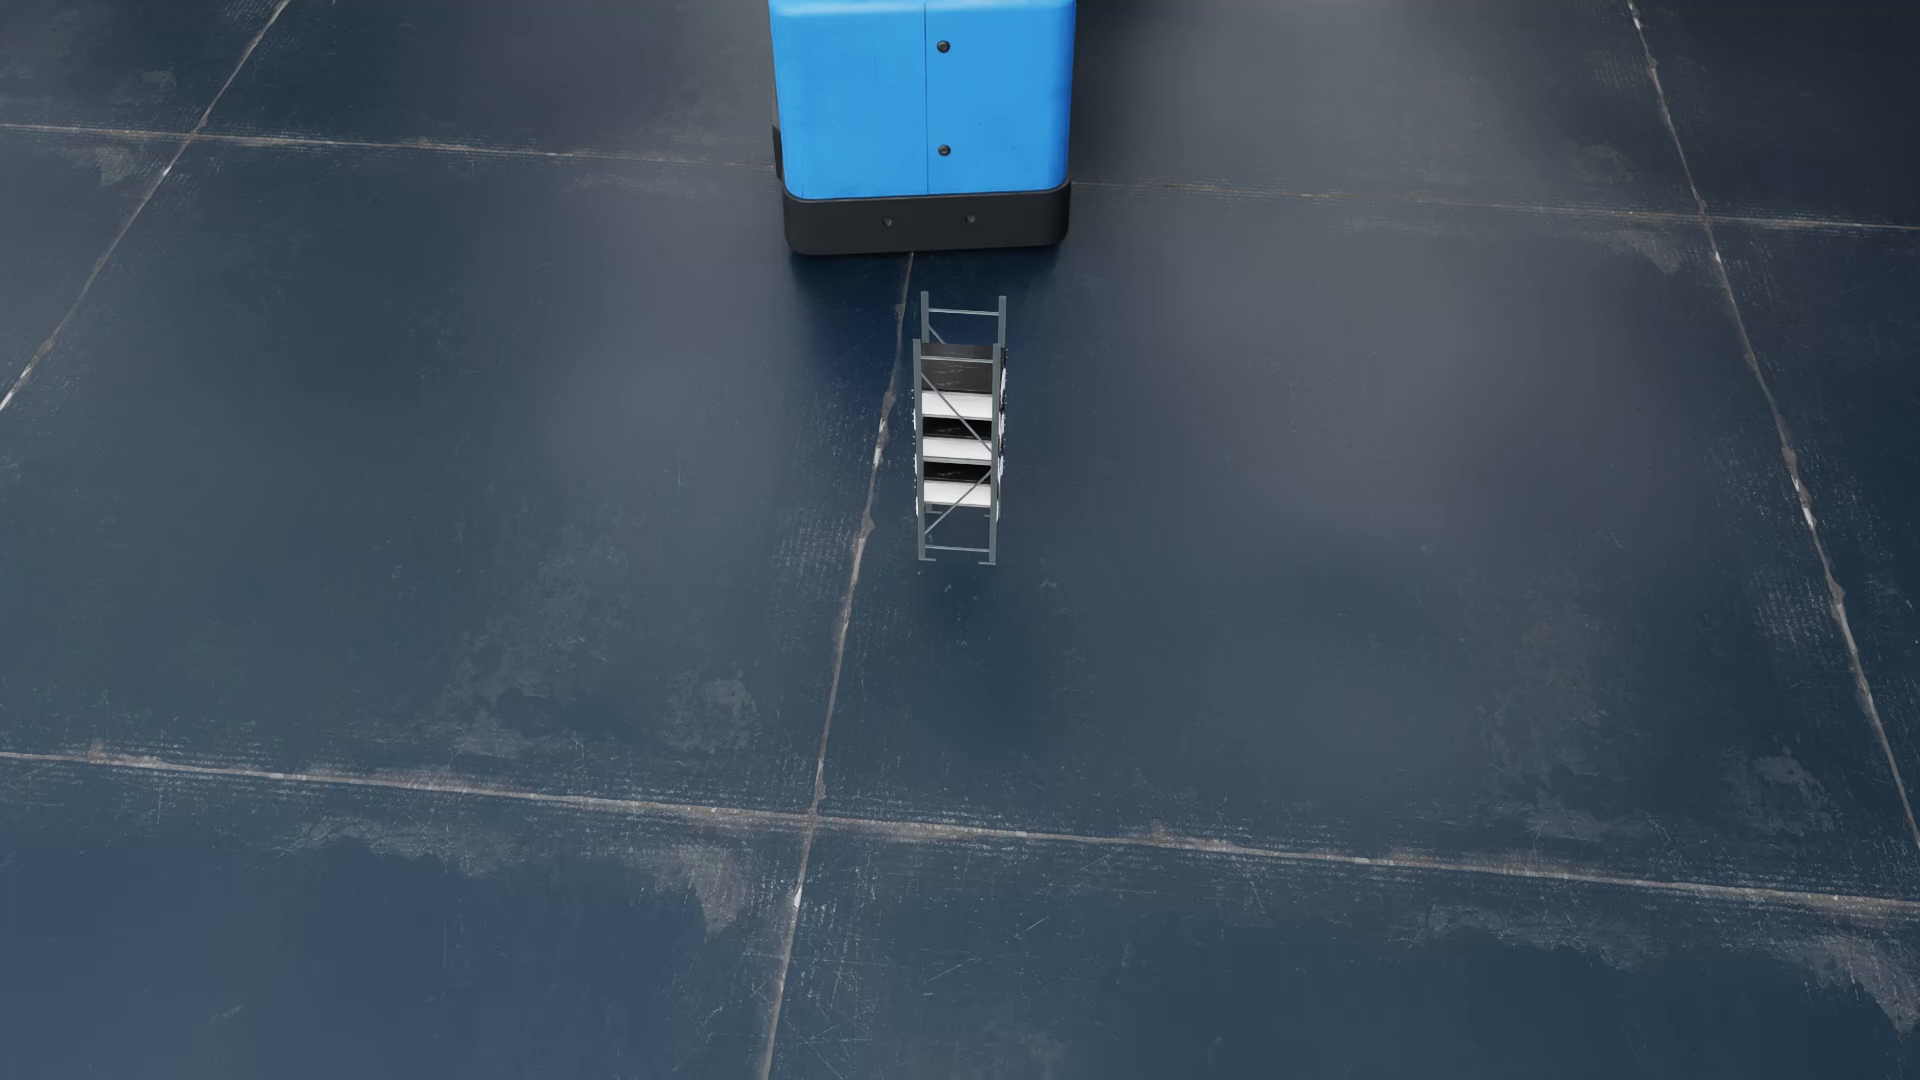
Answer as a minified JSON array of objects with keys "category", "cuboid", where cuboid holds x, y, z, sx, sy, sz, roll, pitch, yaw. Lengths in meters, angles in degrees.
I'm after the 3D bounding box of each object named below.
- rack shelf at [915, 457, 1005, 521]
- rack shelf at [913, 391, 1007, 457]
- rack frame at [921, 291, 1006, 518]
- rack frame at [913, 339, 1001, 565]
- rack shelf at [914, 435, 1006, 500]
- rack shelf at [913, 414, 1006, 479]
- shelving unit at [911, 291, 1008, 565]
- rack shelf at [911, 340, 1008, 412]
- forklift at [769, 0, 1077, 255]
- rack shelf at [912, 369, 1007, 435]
[{"category":"rack shelf","cuboid":[0.001,-0.166,5.081,0.258,0.077,0.200,4,48,4]},{"category":"rack shelf","cuboid":[0.001,-0.348,4.882,0.258,0.077,0.200,4,48,4]},{"category":"rack frame","cuboid":[0.010,-0.384,4.992,0.240,0.900,0.006,4,48,4]},{"category":"rack frame","cuboid":[-0.009,-0.235,4.855,0.240,0.900,0.006,4,48,4]},{"category":"rack shelf","cuboid":[0.001,-0.226,5.014,0.258,0.077,0.200,4,48,4]},{"category":"rack shelf","cuboid":[0.001,-0.287,4.948,0.258,0.077,0.200,4,48,4]},{"category":"shelving unit","cuboid":[0.001,-0.310,4.923,0.258,0.900,0.210,4,48,4]},{"category":"rack shelf","cuboid":[0.001,-0.469,4.749,0.258,0.077,0.200,4,48,4]},{"category":"forklift","cuboid":[-0.214,-3.121,6.118,1.130,2.935,3.031,-3,48,-3]},{"category":"rack shelf","cuboid":[0.001,-0.409,4.815,0.258,0.077,0.200,4,48,4]}]
